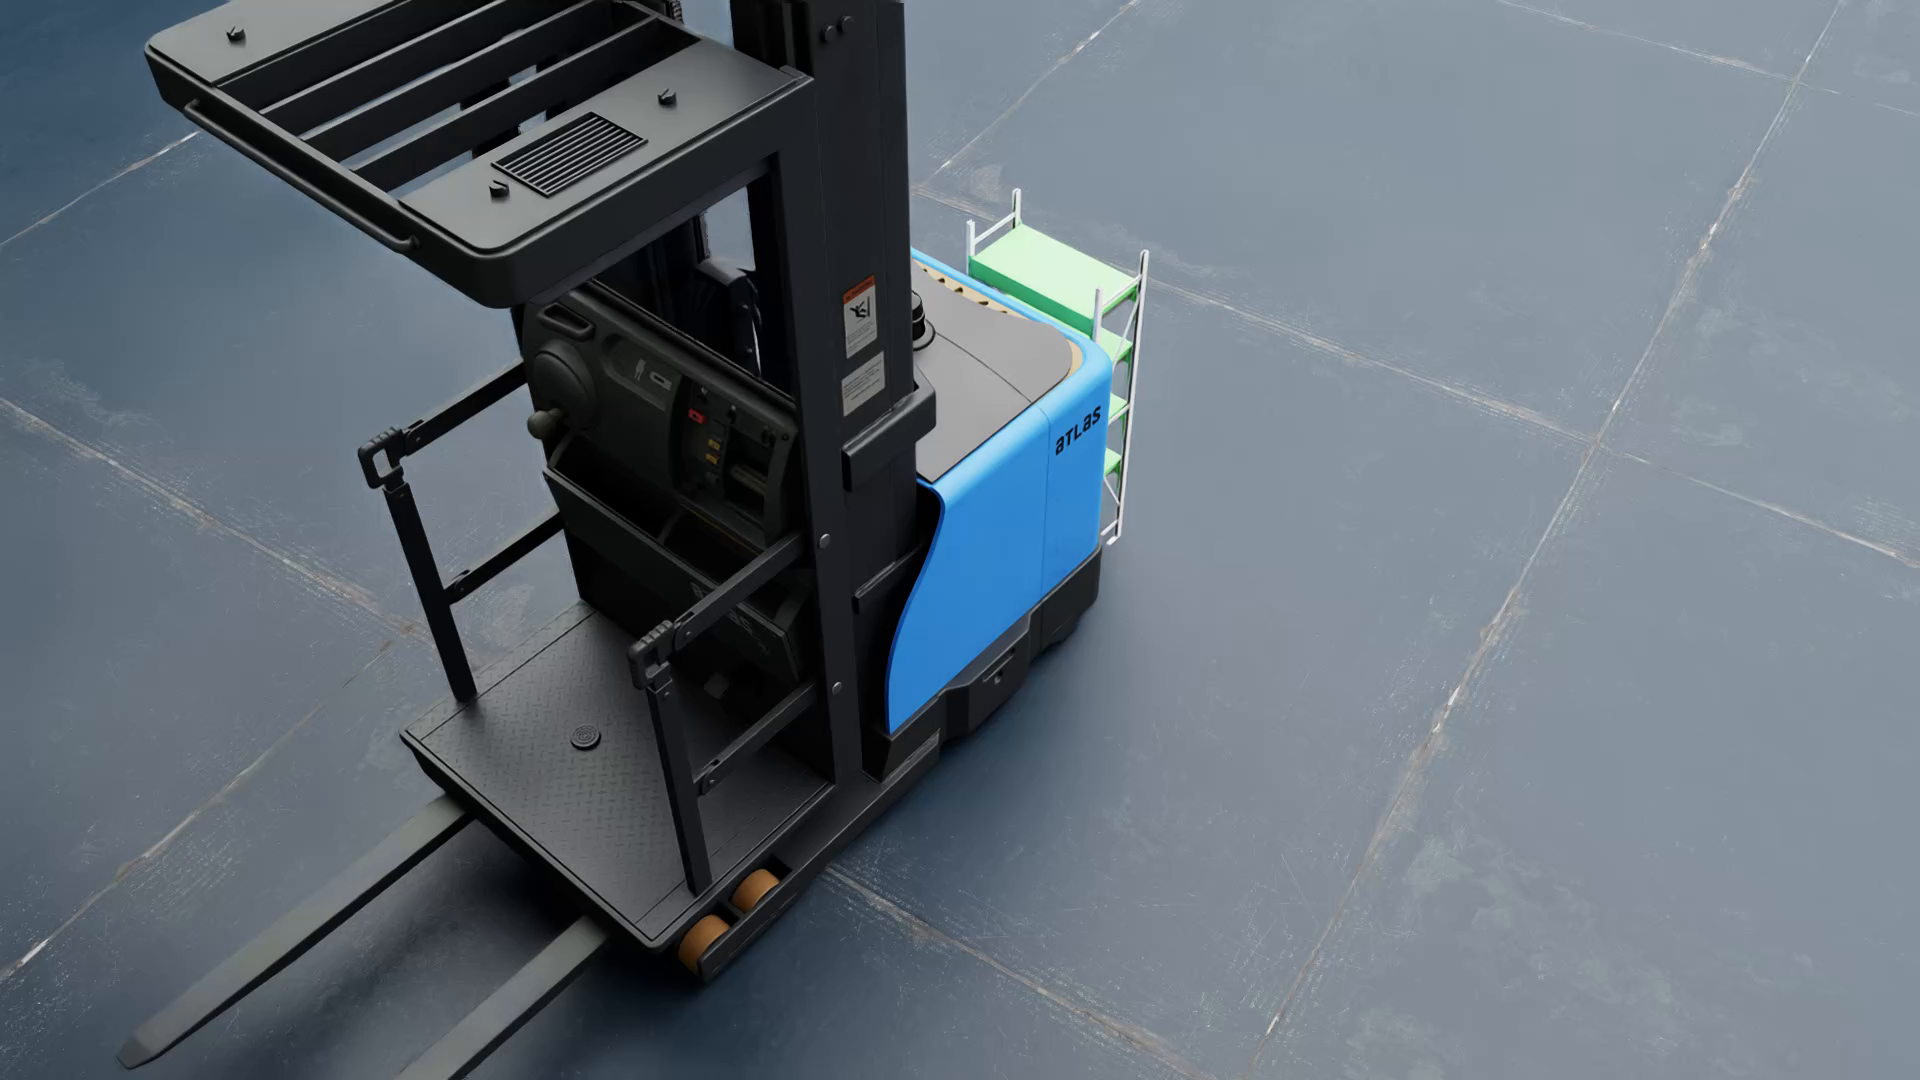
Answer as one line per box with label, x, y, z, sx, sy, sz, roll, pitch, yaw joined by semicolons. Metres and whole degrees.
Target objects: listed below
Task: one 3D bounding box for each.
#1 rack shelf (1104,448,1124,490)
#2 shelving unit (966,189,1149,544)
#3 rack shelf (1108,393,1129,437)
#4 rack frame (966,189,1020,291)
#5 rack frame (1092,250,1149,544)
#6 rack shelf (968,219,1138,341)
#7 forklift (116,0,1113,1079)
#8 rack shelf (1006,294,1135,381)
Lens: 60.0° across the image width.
rack shelf;0.288;-0.273;5.602;0.480;0.148;0.258;32;54;27
shelving unit;0.288;-0.485;5.384;0.503;1.200;0.258;32;54;27
rack shelf;0.288;-0.440;5.430;0.480;0.148;0.258;32;54;27
rack frame;0.103;-0.599;5.495;0.015;1.200;0.240;32;54;27
rack frame;0.473;-0.371;5.273;0.015;1.200;0.240;32;54;27
rack shelf;0.288;-0.775;5.086;0.480;0.148;0.258;32;54;27
forklift;-0.884;-0.238;3.937;1.130;2.935;3.031;32;54;27
rack shelf;0.288;-0.607;5.258;0.480;0.148;0.258;32;54;27
